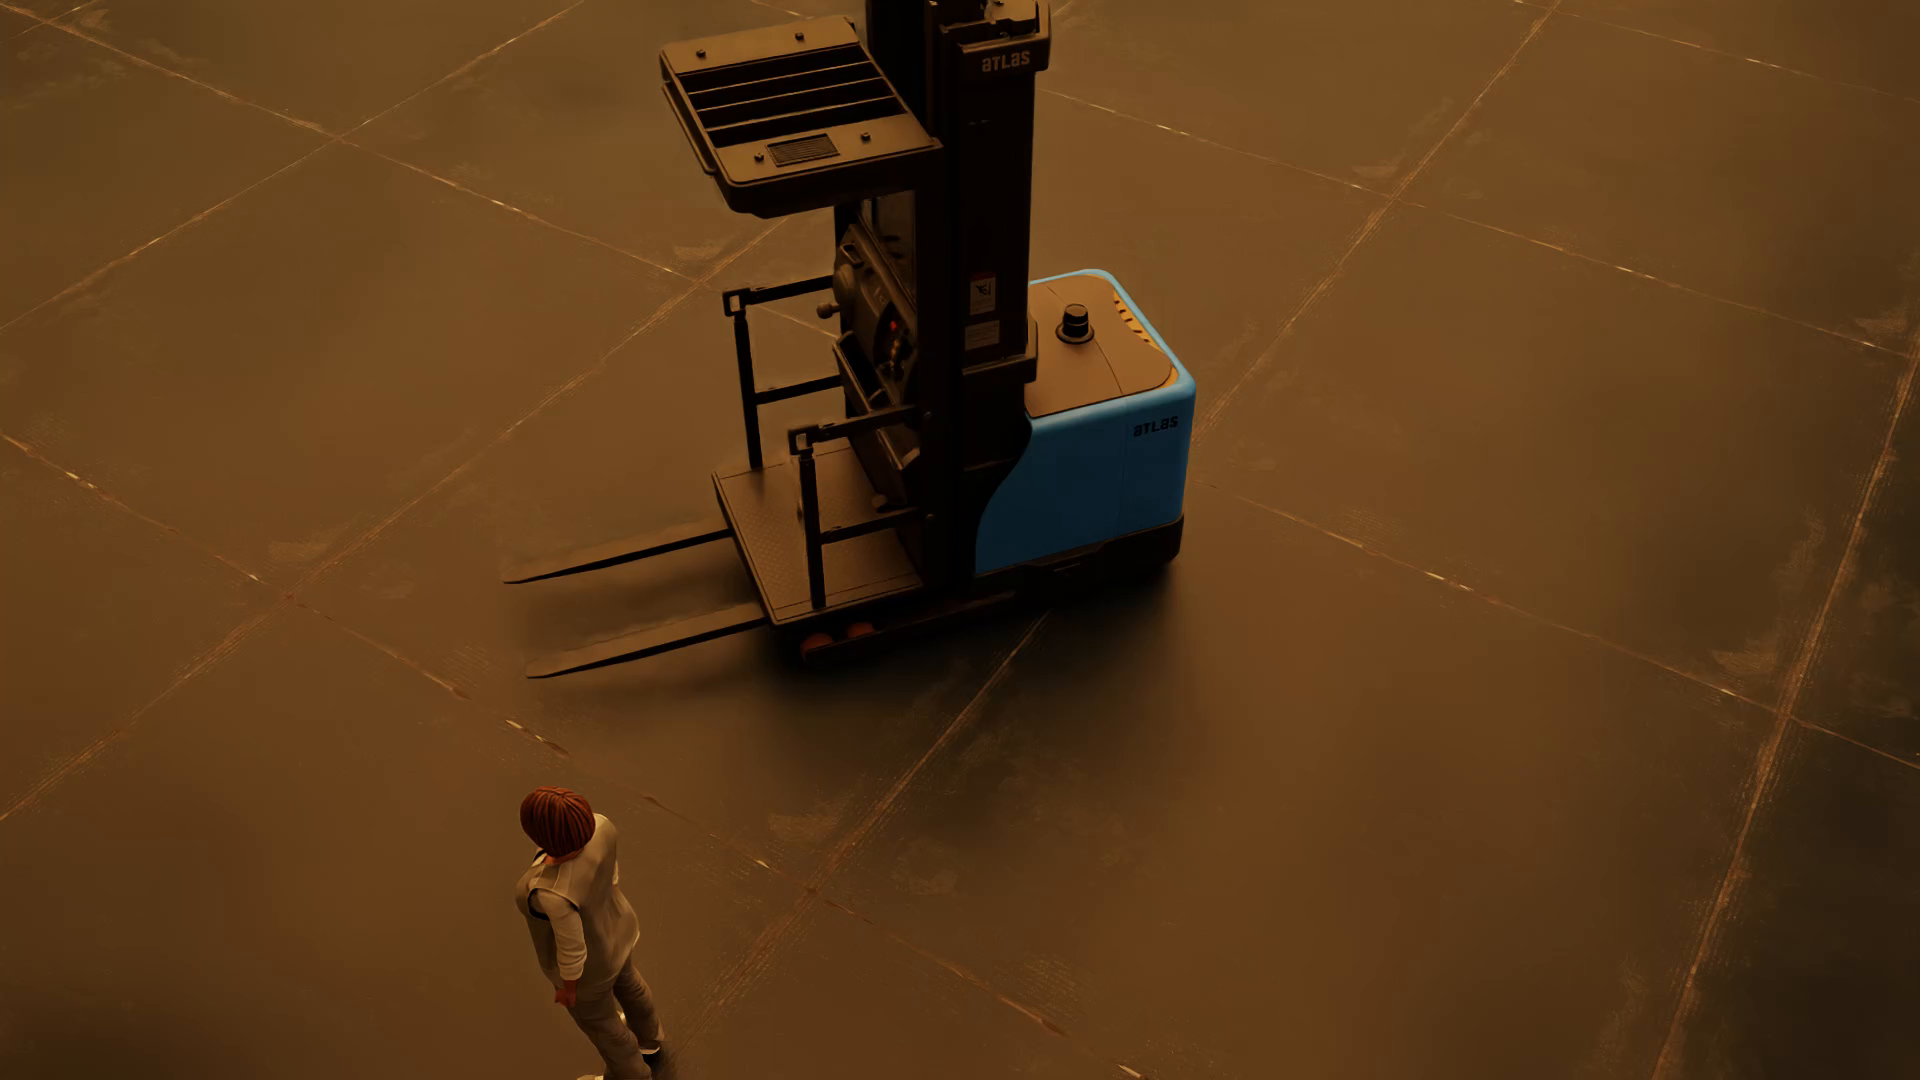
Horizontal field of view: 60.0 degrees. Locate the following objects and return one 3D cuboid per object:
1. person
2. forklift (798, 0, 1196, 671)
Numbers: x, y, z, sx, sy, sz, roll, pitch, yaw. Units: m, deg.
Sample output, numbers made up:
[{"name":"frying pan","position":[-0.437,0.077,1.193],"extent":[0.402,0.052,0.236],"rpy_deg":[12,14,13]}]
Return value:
[{"name":"person","position":[-1.214,1.416,5.506],"extent":[0.312,1.351,0.405],"rpy_deg":[10,44,10]},{"name":"forklift","position":[-0.537,-0.903,6.801],"extent":[3.031,2.935,1.130],"rpy_deg":[-15,45,-15]}]
